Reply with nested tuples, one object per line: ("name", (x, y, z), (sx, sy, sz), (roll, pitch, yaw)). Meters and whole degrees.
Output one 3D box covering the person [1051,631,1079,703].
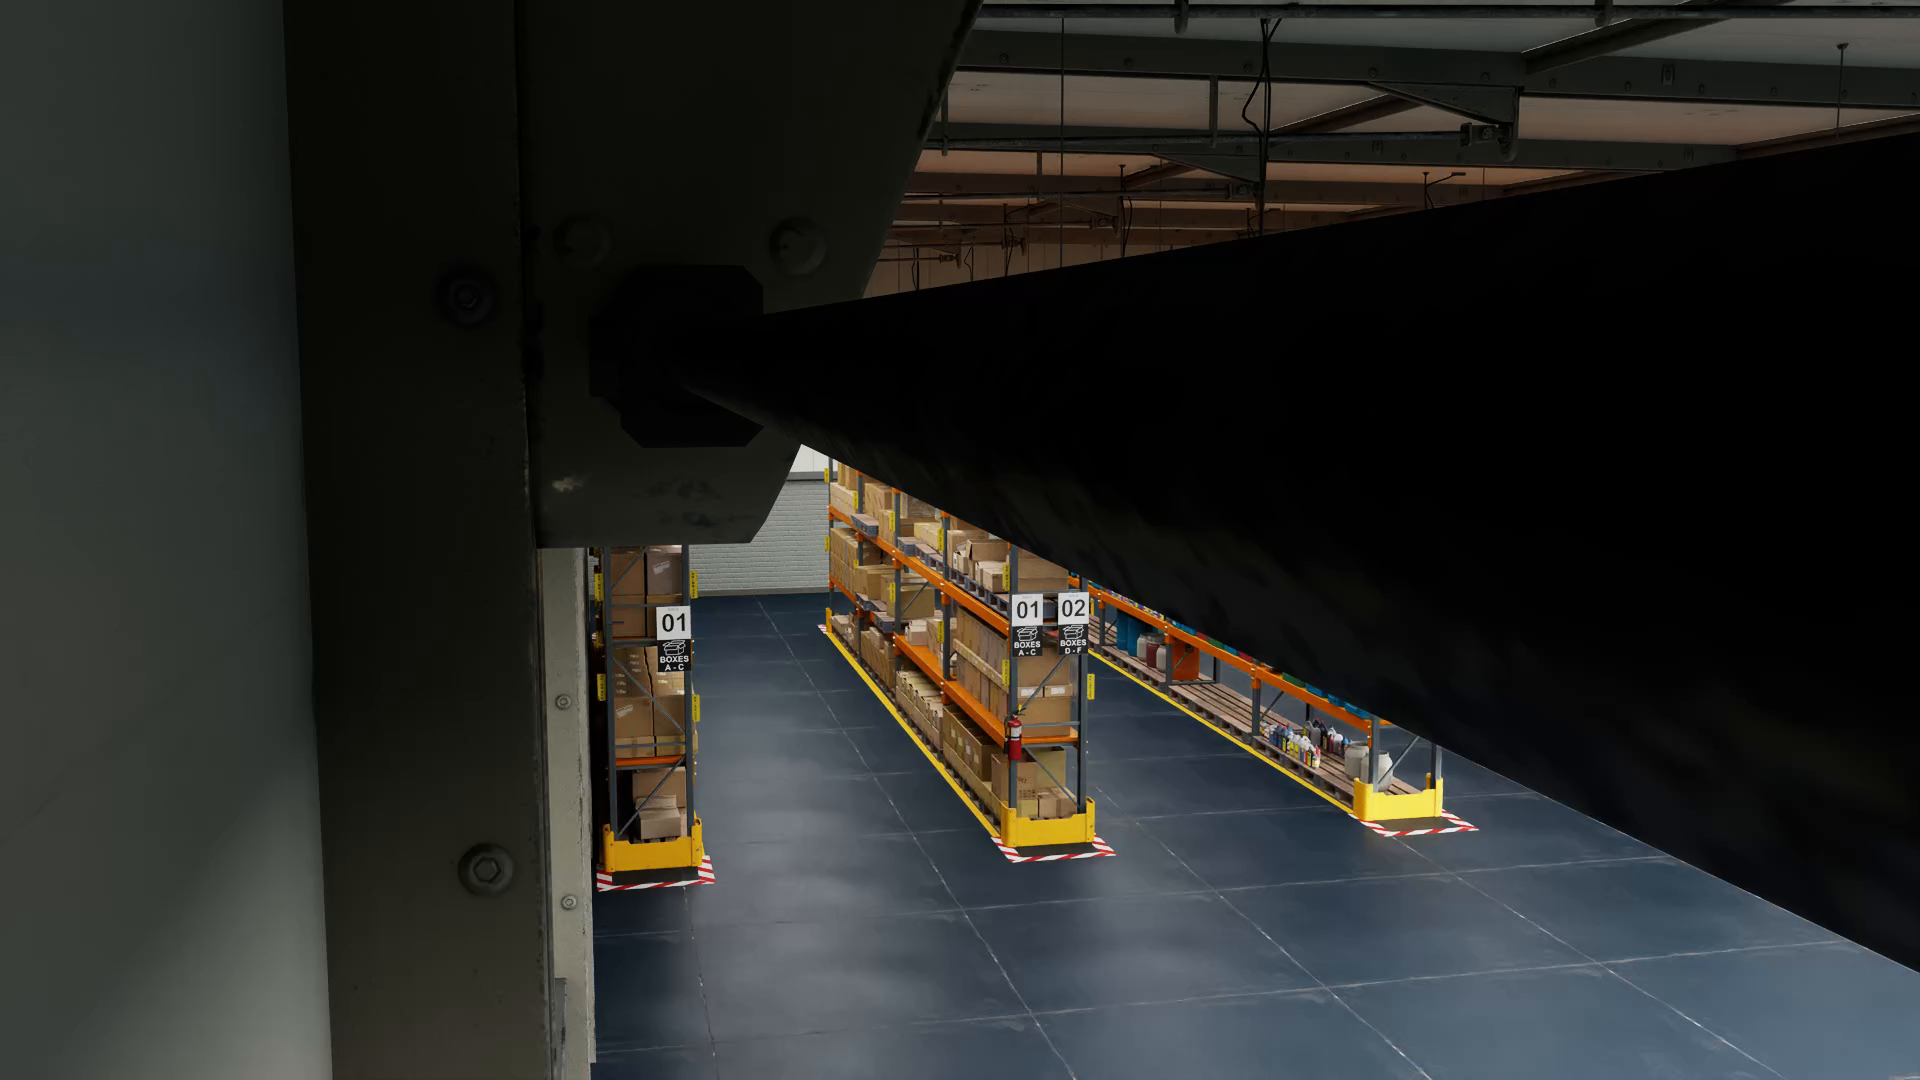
("person", (1.880, 1.877, 28.091), (0.678, 1.679, 0.917), (-3, 7, -22))
